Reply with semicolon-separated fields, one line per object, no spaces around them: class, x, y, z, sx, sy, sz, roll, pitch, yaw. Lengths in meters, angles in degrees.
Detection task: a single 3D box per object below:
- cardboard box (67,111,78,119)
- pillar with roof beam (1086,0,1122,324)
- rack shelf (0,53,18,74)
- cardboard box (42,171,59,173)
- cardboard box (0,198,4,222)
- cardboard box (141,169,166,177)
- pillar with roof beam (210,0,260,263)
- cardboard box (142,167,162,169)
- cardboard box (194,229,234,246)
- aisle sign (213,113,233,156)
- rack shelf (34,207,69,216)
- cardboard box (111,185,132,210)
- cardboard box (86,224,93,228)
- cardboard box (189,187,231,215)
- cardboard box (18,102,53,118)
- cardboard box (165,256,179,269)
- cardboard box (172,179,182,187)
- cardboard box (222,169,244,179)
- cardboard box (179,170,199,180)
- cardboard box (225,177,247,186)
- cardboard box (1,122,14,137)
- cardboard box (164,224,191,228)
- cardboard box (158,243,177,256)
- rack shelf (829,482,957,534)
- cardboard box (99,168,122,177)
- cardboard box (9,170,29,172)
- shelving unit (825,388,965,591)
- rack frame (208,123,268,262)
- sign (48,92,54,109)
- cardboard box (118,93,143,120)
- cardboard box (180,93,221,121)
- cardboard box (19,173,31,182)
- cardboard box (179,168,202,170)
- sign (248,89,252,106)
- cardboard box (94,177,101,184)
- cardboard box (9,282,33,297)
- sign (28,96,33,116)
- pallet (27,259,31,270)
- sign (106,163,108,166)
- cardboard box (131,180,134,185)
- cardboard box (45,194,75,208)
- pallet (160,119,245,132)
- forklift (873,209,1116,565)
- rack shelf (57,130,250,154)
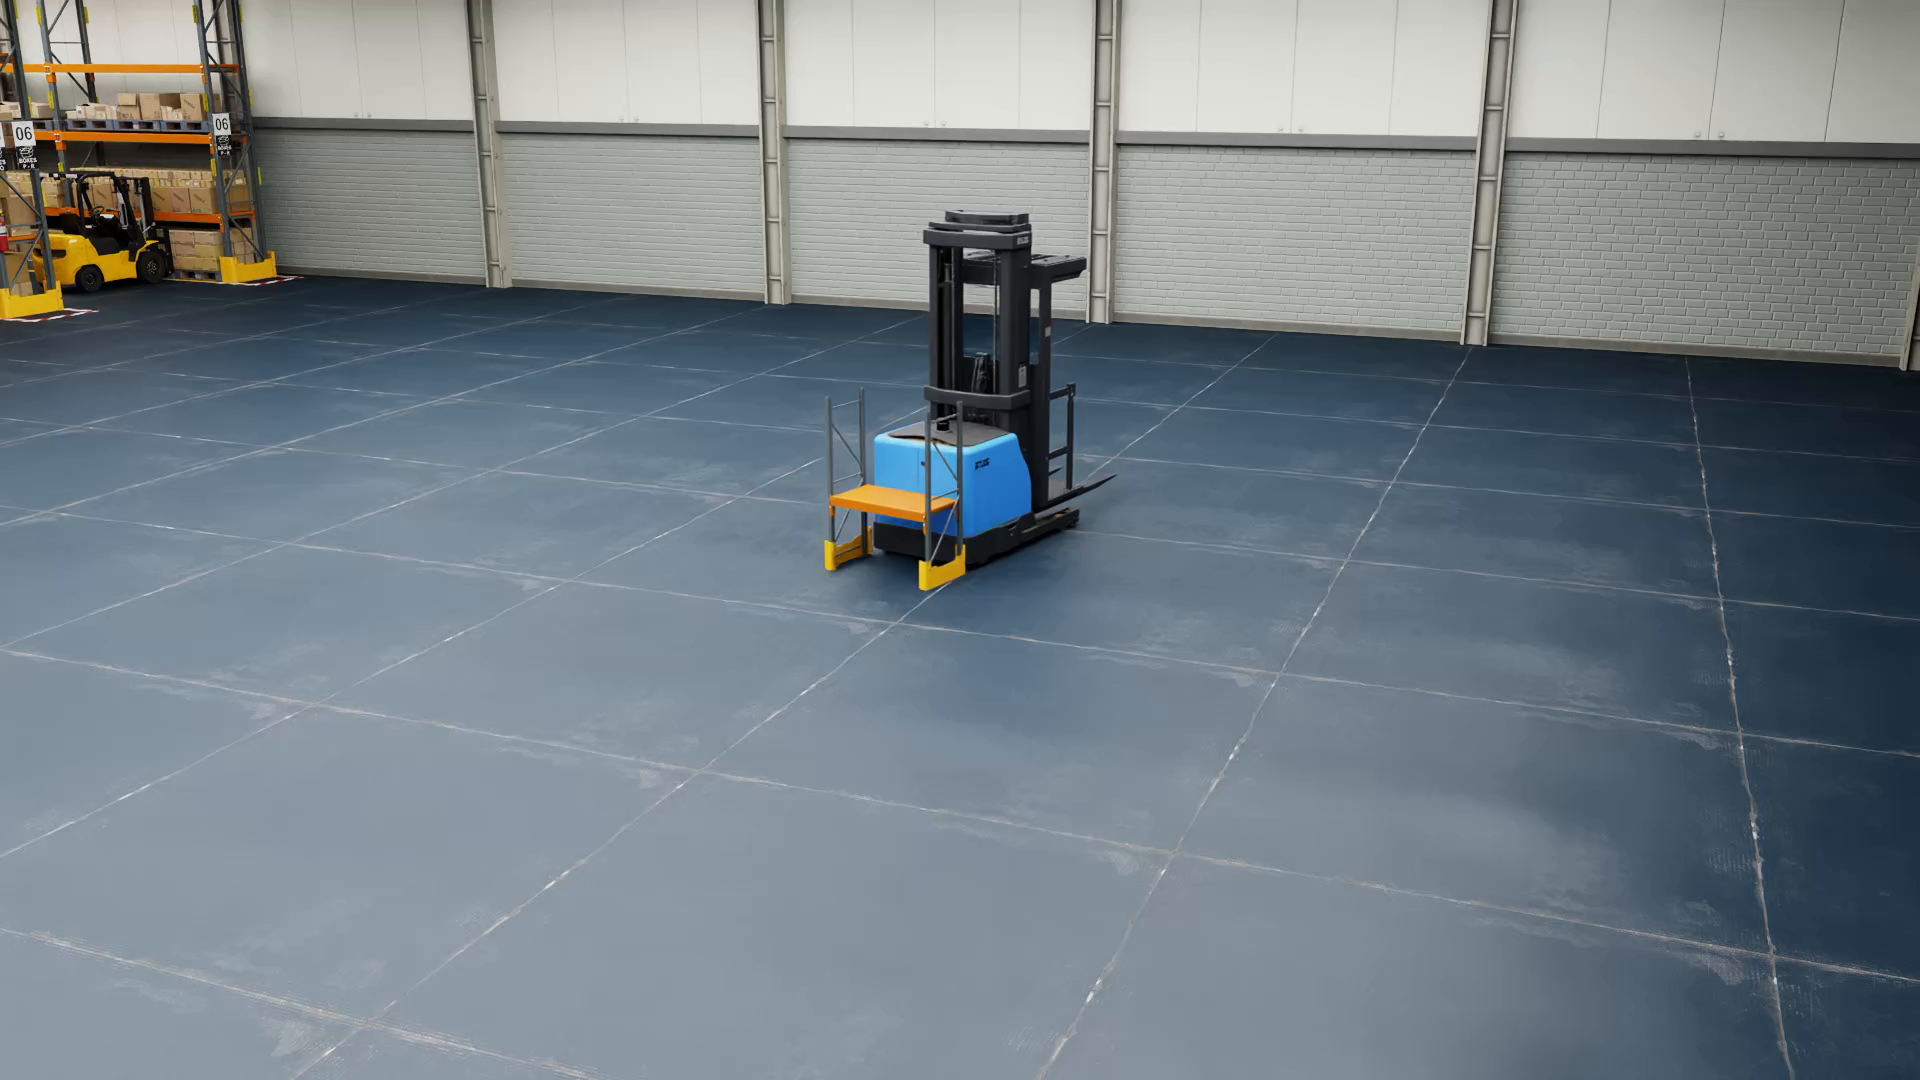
cardboard box;-17.515;-8.464;33.088;0.250;0.149;0.380;7;17;22
pillar with roof beam;0.748;-6.839;22.589;0.400;9.000;9.100;6;17;21
rack shelf;-17.778;-8.061;28.097;4.000;0.370;1.077;6;17;21
cardboard box;-18.777;-7.558;34.486;0.250;0.149;0.380;6;17;20
cardboard box;-16.523;-5.498;28.017;0.500;0.500;0.500;6;17;20
cardboard box;-15.939;-7.250;32.891;0.250;0.149;0.380;7;17;21
pillar with roof beam;-15.996;-8.680;28.932;0.400;9.000;9.100;6;17;21
cardboard box;-16.233;-7.428;33.504;0.250;0.149;0.380;6;17;20
cardboard box;-14.642;-5.938;32.632;0.500;0.250;0.500;7;18;22
aisle sign;-14.146;-7.776;31.915;0.004;0.787;0.394;6;17;21
rack shelf;-19.681;-6.879;34.778;4.000;0.370;1.077;6;17;21
cardboard box;-16.542;-6.854;33.223;0.500;0.500;0.500;6;17;20
cardboard box;-17.486;-6.250;33.707;0.500;0.250;0.500;6;17;20
cardboard box;-14.654;-6.641;32.488;0.500;0.500;0.500;6;17;19
cardboard box;-18.583;-8.678;33.532;0.500;0.311;0.500;6;17;19
cardboard box;-15.574;-5.565;33.140;0.500;0.250;0.500;6;17;21
cardboard box;-15.219;-7.022;32.638;0.250;0.149;0.380;6;17;20
cardboard box;-14.334;-7.202;32.727;0.250;0.149;0.380;6;17;20
cardboard box;-15.004;-7.132;32.483;0.250;0.149;0.380;7;17;22
cardboard box;-14.320;-7.072;32.810;0.250;0.149;0.380;6;17;19
cardboard box;-16.287;-6.954;28.104;0.500;0.250;0.500;6;17;20
cardboard box;-15.879;-6.228;33.633;0.500;0.250;0.500;6;17;20
cardboard box;-15.618;-5.802;33.060;0.500;0.250;0.500;6;17;19
rack shelf;-0.550;-0.275;14.071;1.000;0.185;0.538;11;20;33
cardboard box;-16.914;-7.332;33.174;0.250;0.149;0.380;7;17;22
cardboard box;-19.730;-7.655;34.820;0.250;0.149;0.380;7;18;22
shelving unit;-0.558;-0.449;14.025;1.083;1.500;0.587;11;20;33
rack frame;-14.100;-6.610;32.563;0.127;3.000;1.000;6;17;21
sign;-18.011;-8.718;32.951;0.005;0.325;0.100;6;17;21
cardboard box;-16.047;-8.533;32.687;0.637;0.503;0.797;7;18;22
cardboard box;-14.601;-8.331;31.997;0.500;0.500;0.500;7;18;22
cardboard box;-18.968;-7.409;33.973;0.250;0.149;0.380;6;17;19
cardboard box;-15.295;-7.311;33.100;0.250;0.149;0.380;7;18;22
sign;-13.890;-8.652;32.506;0.005;0.325;0.100;6;17;21
cardboard box;-17.127;-7.233;33.364;0.250;0.149;0.380;6;17;21
cardboard box;-16.566;-4.358;28.984;0.500;0.250;0.500;6;17;20
sign;-15.718;-7.324;28.072;0.005;0.325;0.100;6;17;21
pallet;-19.659;-5.870;35.015;1.213;0.211;1.003;6;17;21
sign;-17.618;-7.617;34.337;0.005;0.325;0.100;6;17;21
cardboard box;-16.190;-7.115;32.959;0.250;0.149;0.380;6;17;19
cardboard box;-18.385;-6.931;33.938;0.500;0.250;0.500;7;17;22
pallet;-14.748;-8.087;32.430;1.213;0.211;1.003;6;17;21
forklift;0.460;-1.550;15.255;1.130;2.935;3.031;10;19;32
rack shelf;-15.960;-7.910;32.950;4.000;0.370;1.077;6;17;21
